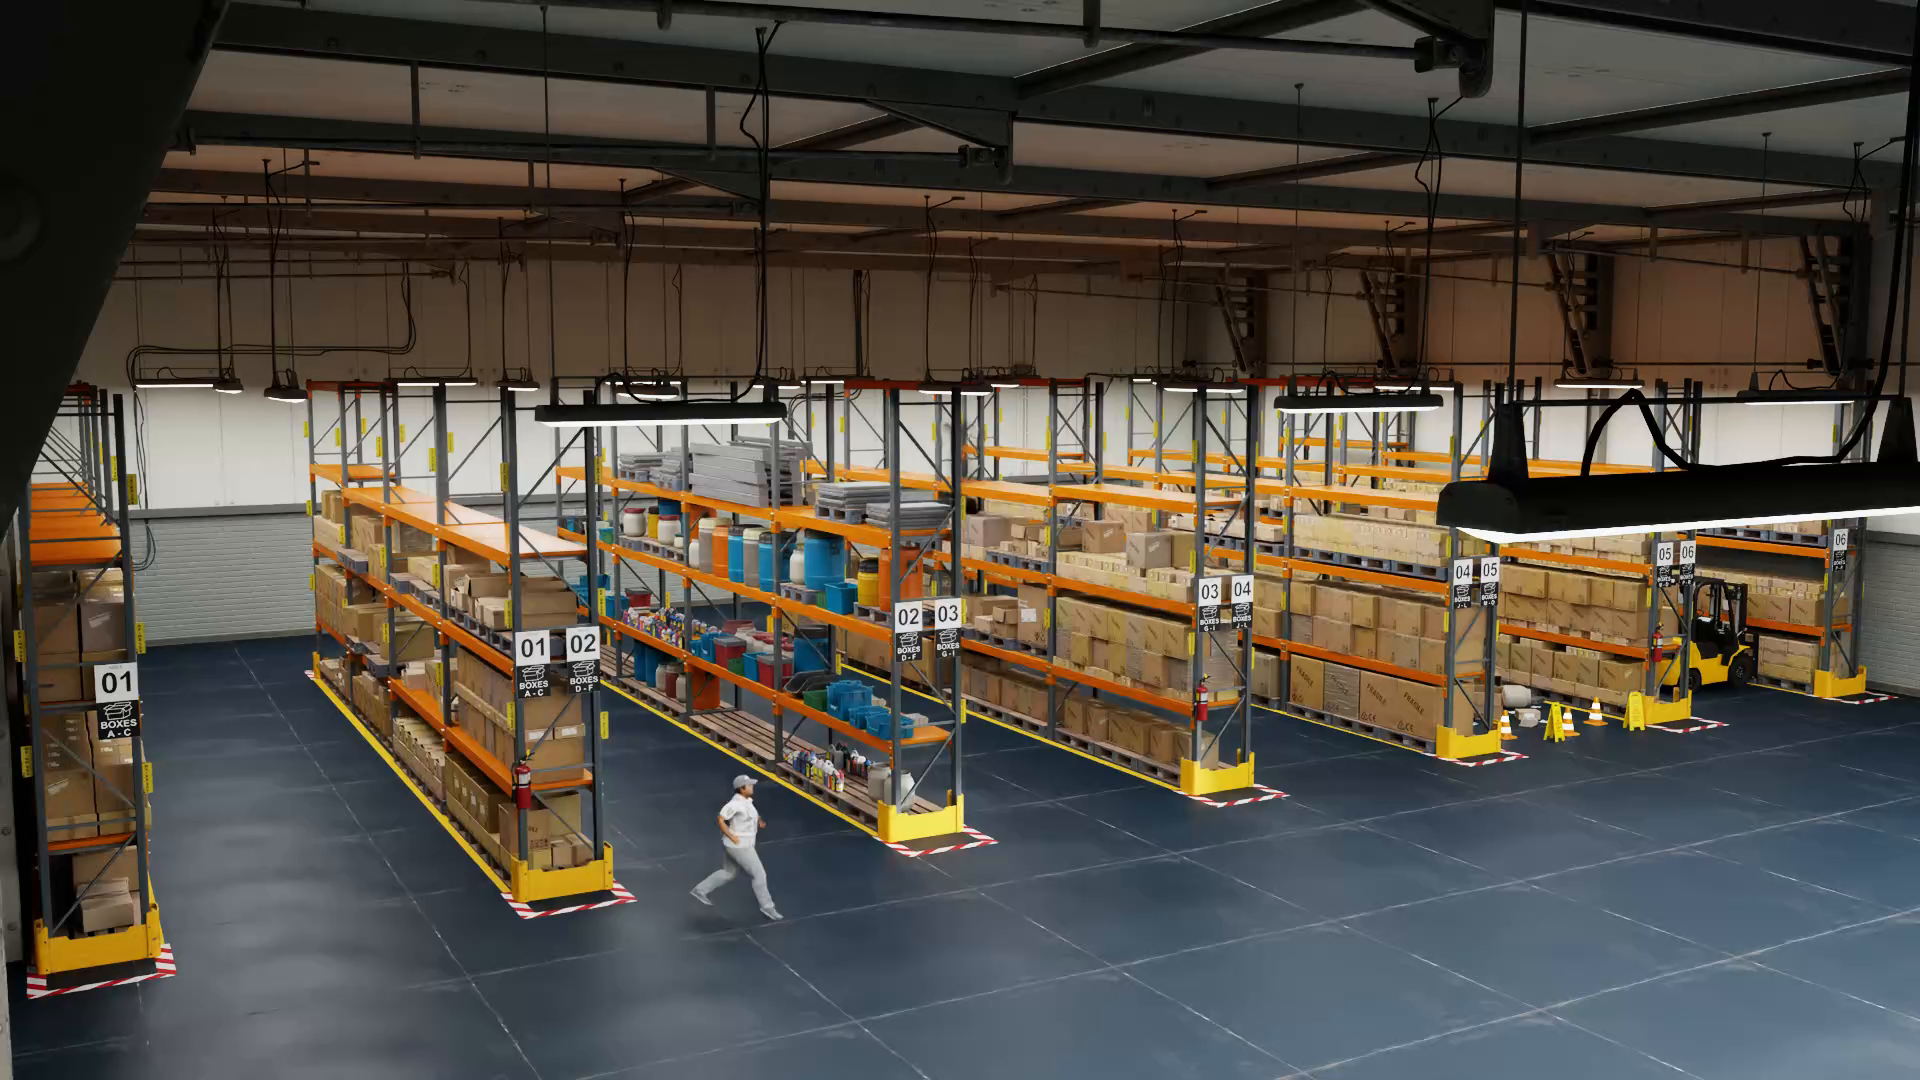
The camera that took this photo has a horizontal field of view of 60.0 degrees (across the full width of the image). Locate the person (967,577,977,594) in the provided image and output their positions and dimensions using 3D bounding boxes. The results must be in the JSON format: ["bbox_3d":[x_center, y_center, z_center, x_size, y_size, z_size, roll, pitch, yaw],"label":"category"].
[{"bbox_3d":[0.312,1.010,42.393,0.535,1.588,0.891,5,8,41],"label":"person"}]

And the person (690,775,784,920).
[{"bbox_3d":[-2.551,3.513,18.971,1.042,1.706,0.571,-1,6,-10],"label":"person"}]
